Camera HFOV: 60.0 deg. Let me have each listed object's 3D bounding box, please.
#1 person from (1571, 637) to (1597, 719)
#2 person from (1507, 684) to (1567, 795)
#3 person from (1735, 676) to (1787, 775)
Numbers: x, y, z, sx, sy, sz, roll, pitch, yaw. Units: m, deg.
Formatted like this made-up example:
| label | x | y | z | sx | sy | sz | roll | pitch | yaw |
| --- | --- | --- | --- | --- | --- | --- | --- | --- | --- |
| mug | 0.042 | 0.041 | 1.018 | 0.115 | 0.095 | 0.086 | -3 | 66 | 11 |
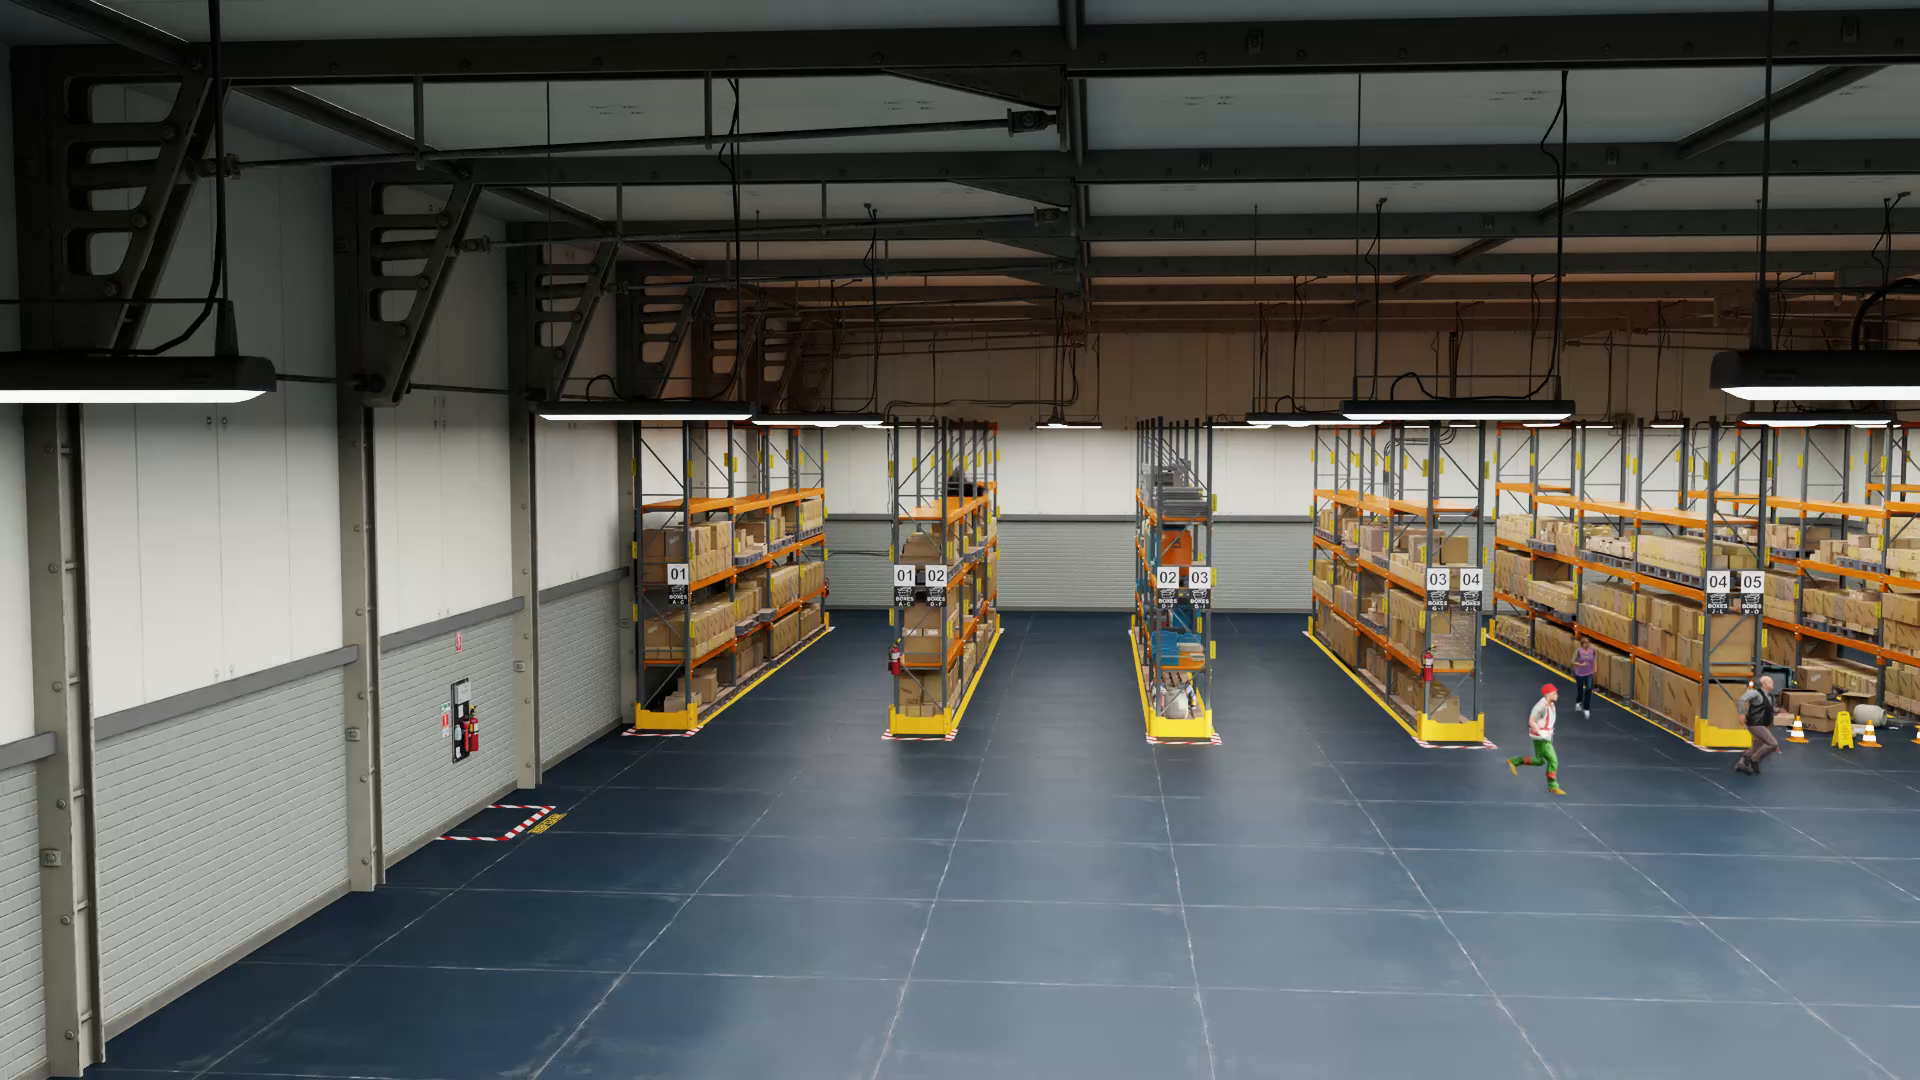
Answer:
| label | x | y | z | sx | sy | sz | roll | pitch | yaw |
| --- | --- | --- | --- | --- | --- | --- | --- | --- | --- |
| person | 12.559 | 2.742 | 33.489 | 0.562 | 1.625 | 0.849 | 0 | 4 | 5 |
| person | 9.162 | 3.145 | 26.411 | 0.945 | 1.768 | 0.664 | 2 | 4 | 32 |
| person | 13.204 | 3.073 | 27.420 | 0.690 | 1.671 | 0.766 | -3 | 5 | -41 |
